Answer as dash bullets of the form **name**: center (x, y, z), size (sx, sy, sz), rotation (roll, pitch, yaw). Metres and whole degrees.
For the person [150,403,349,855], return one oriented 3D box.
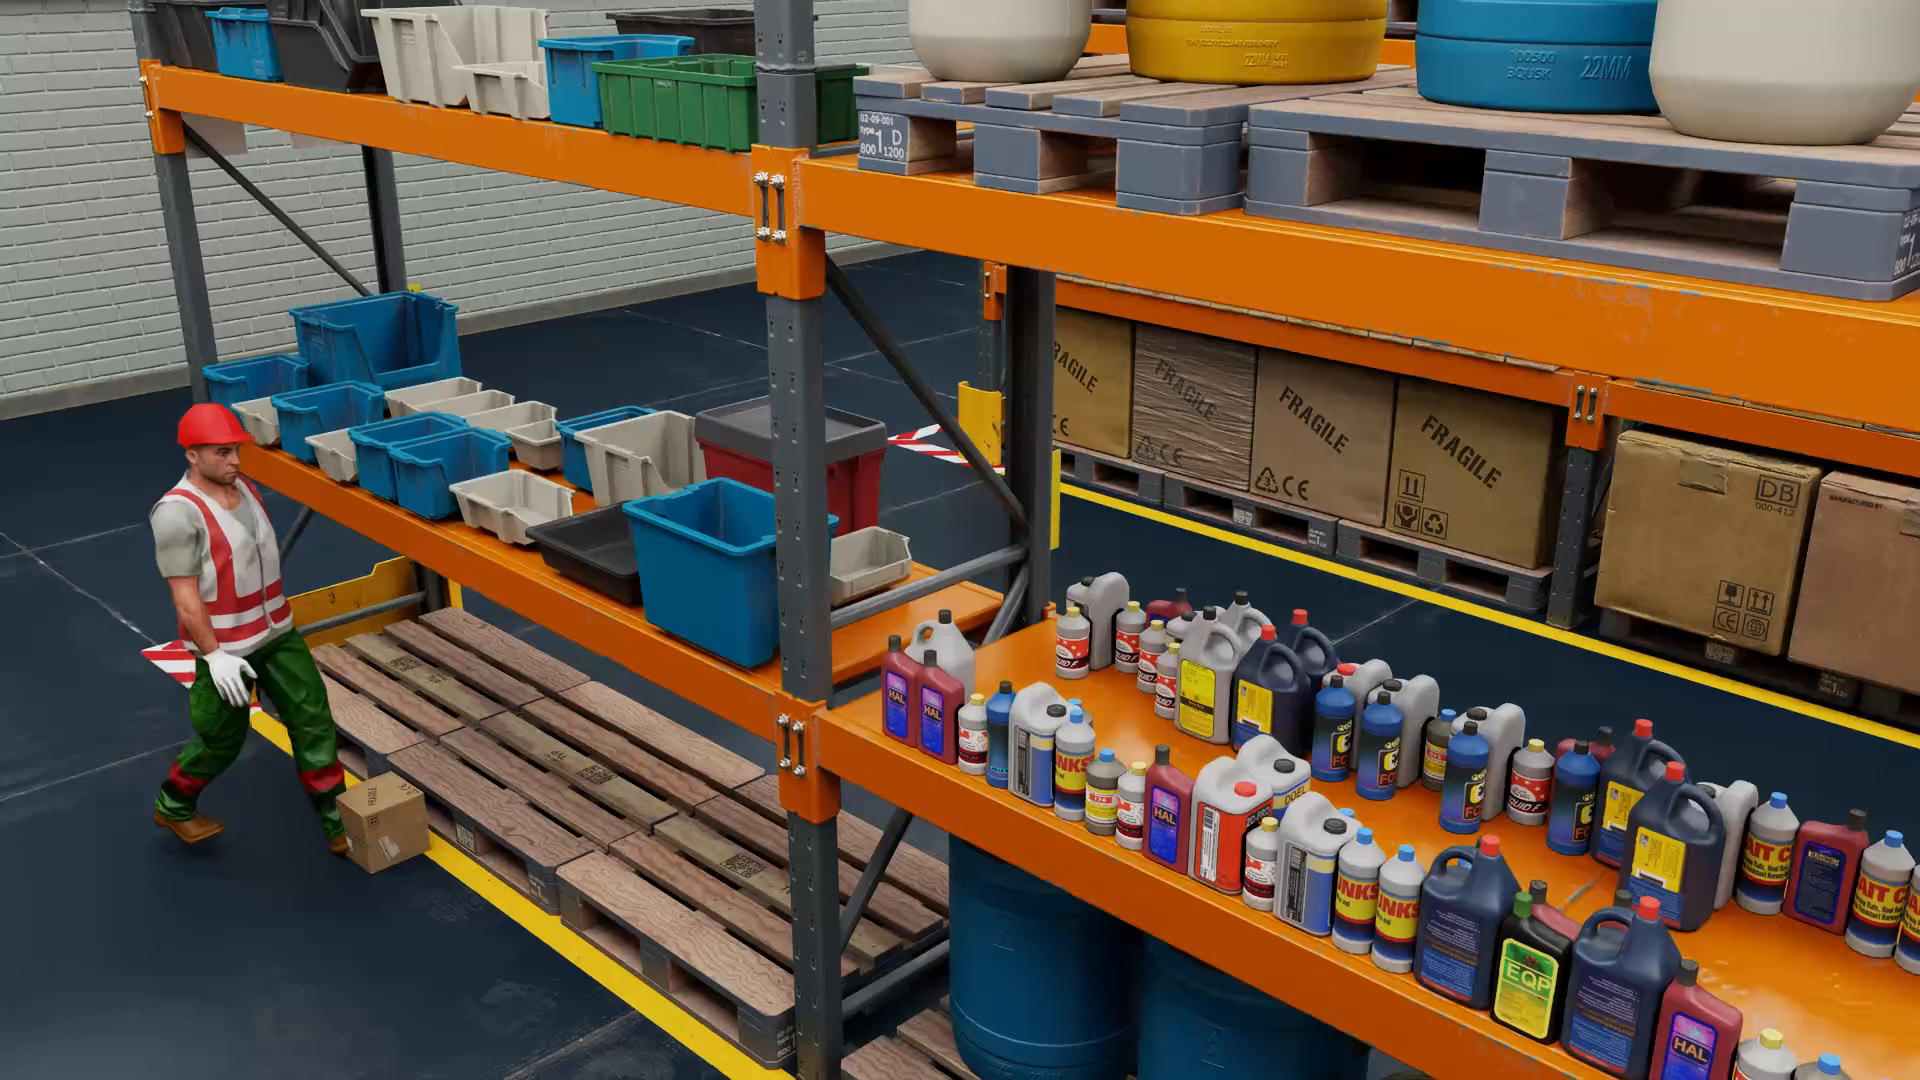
- **person**: center (-2.605, 0.364, 6.073), size (0.950, 1.765, 0.579), rotation (6, 21, 17)
